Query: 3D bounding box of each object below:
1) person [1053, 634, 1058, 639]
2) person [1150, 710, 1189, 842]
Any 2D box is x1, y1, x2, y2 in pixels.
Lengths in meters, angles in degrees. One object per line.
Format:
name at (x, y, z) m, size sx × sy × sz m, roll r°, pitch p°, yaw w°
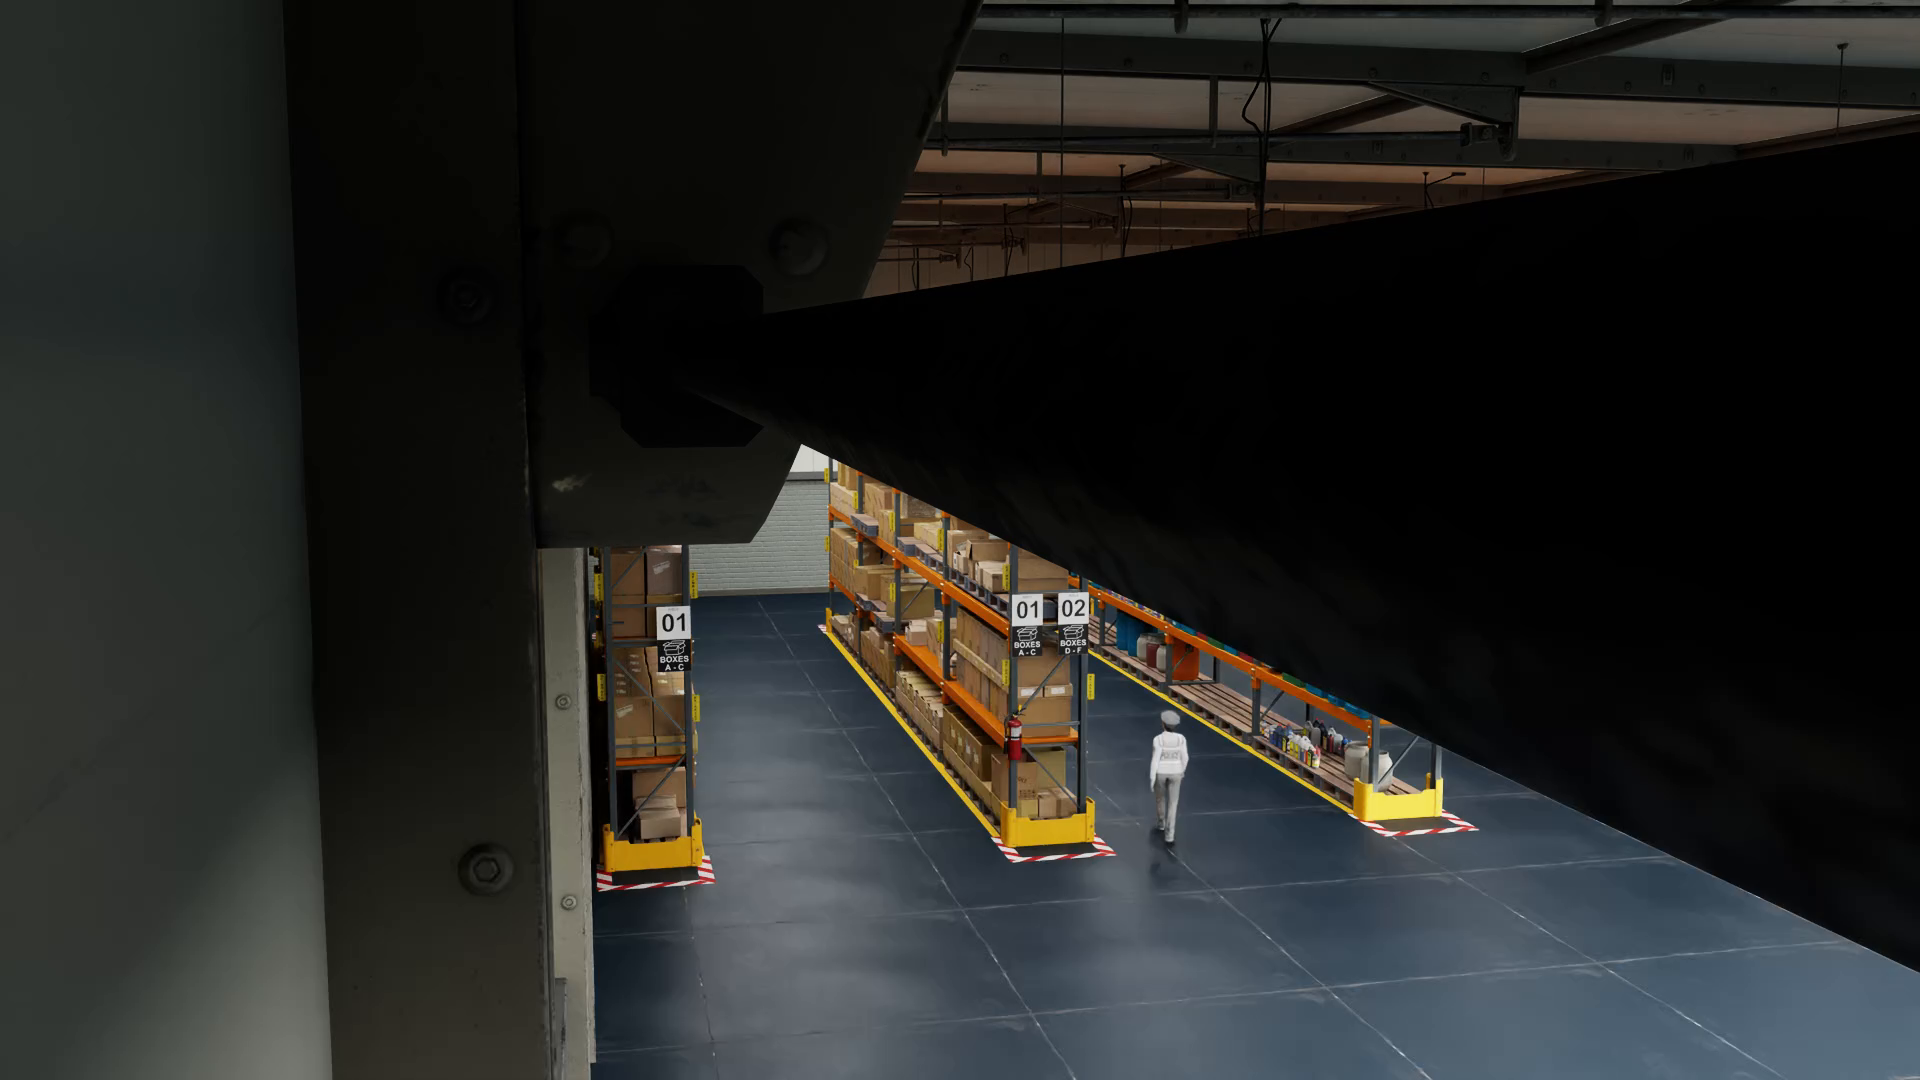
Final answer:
person at (1.411, 2.342, 26.778) m, size 0.470 × 1.661 × 0.498 m, roll 0°, pitch 7°, yaw -3°
person at (2.688, 2.978, 21.263) m, size 0.454 × 1.645 × 0.966 m, roll 2°, pitch 7°, yaw 14°
